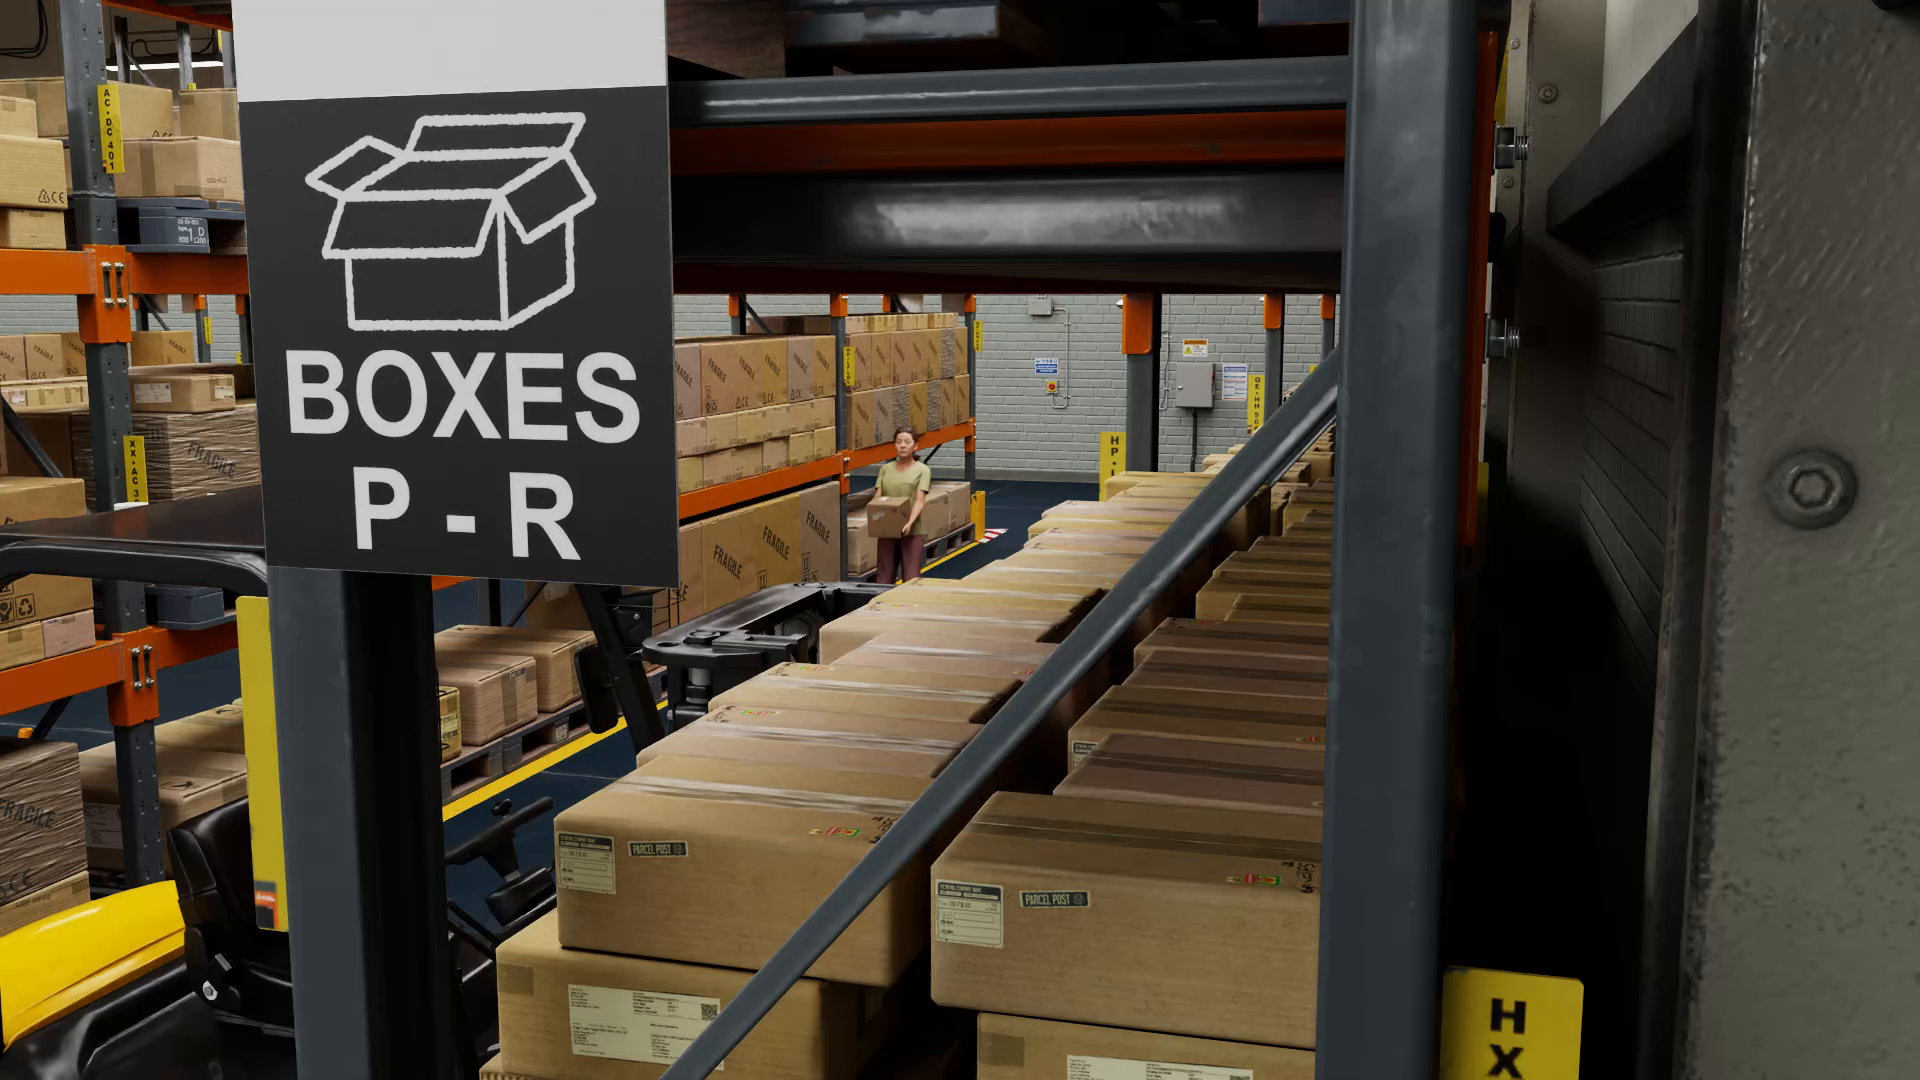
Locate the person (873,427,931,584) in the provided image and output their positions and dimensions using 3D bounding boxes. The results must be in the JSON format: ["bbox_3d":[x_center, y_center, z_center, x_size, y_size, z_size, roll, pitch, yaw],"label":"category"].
[{"bbox_3d":[-0.456,-0.011,12.457,0.425,1.662,0.561,3,9,17],"label":"person"}]
